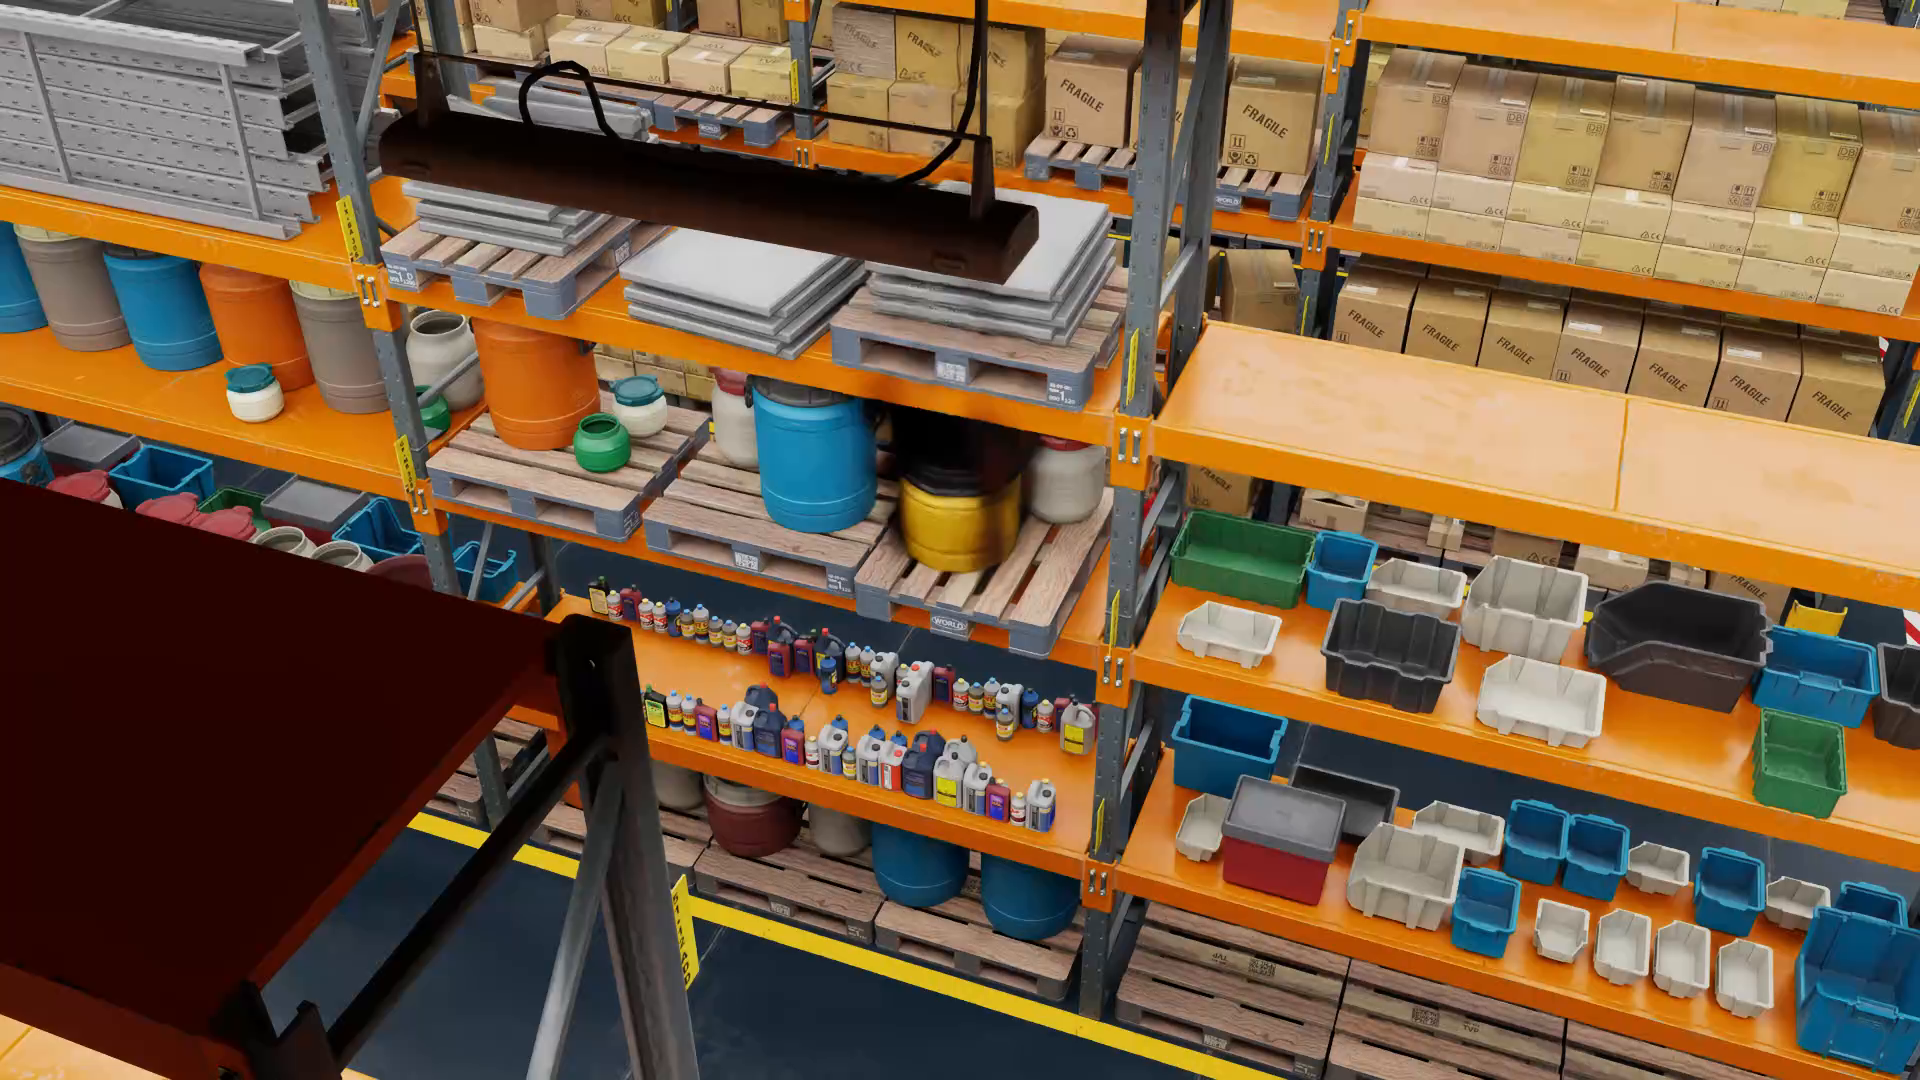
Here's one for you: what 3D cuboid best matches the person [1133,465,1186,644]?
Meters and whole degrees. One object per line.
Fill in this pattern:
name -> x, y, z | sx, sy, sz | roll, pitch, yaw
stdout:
person -> 1.426, 0.196, 11.671 | 0.969, 1.753, 0.660 | 7, 37, 10
